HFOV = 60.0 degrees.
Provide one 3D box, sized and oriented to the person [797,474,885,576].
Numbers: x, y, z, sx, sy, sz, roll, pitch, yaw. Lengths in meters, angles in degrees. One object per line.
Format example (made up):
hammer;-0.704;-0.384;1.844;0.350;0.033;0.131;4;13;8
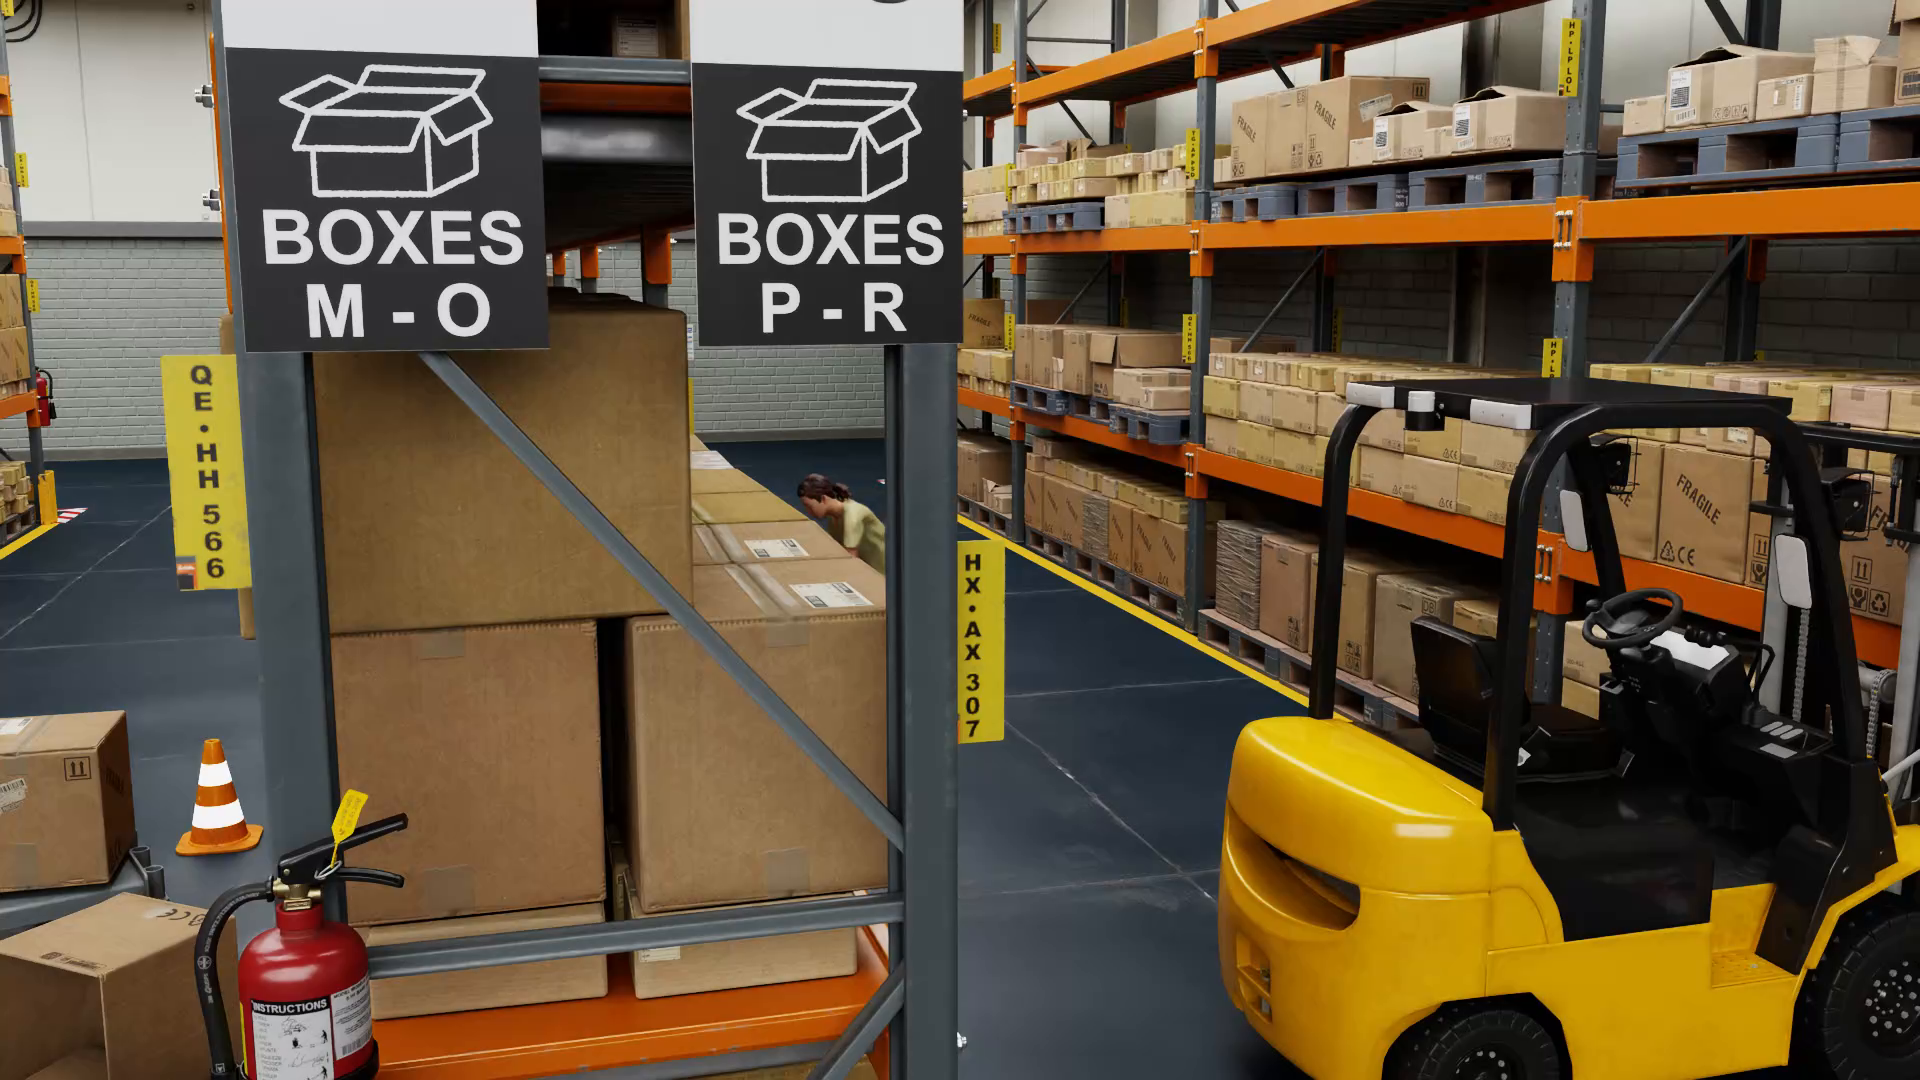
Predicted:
person;-0.629;0.261;9.865;0.668;1.333;0.511;-3;10;-16
